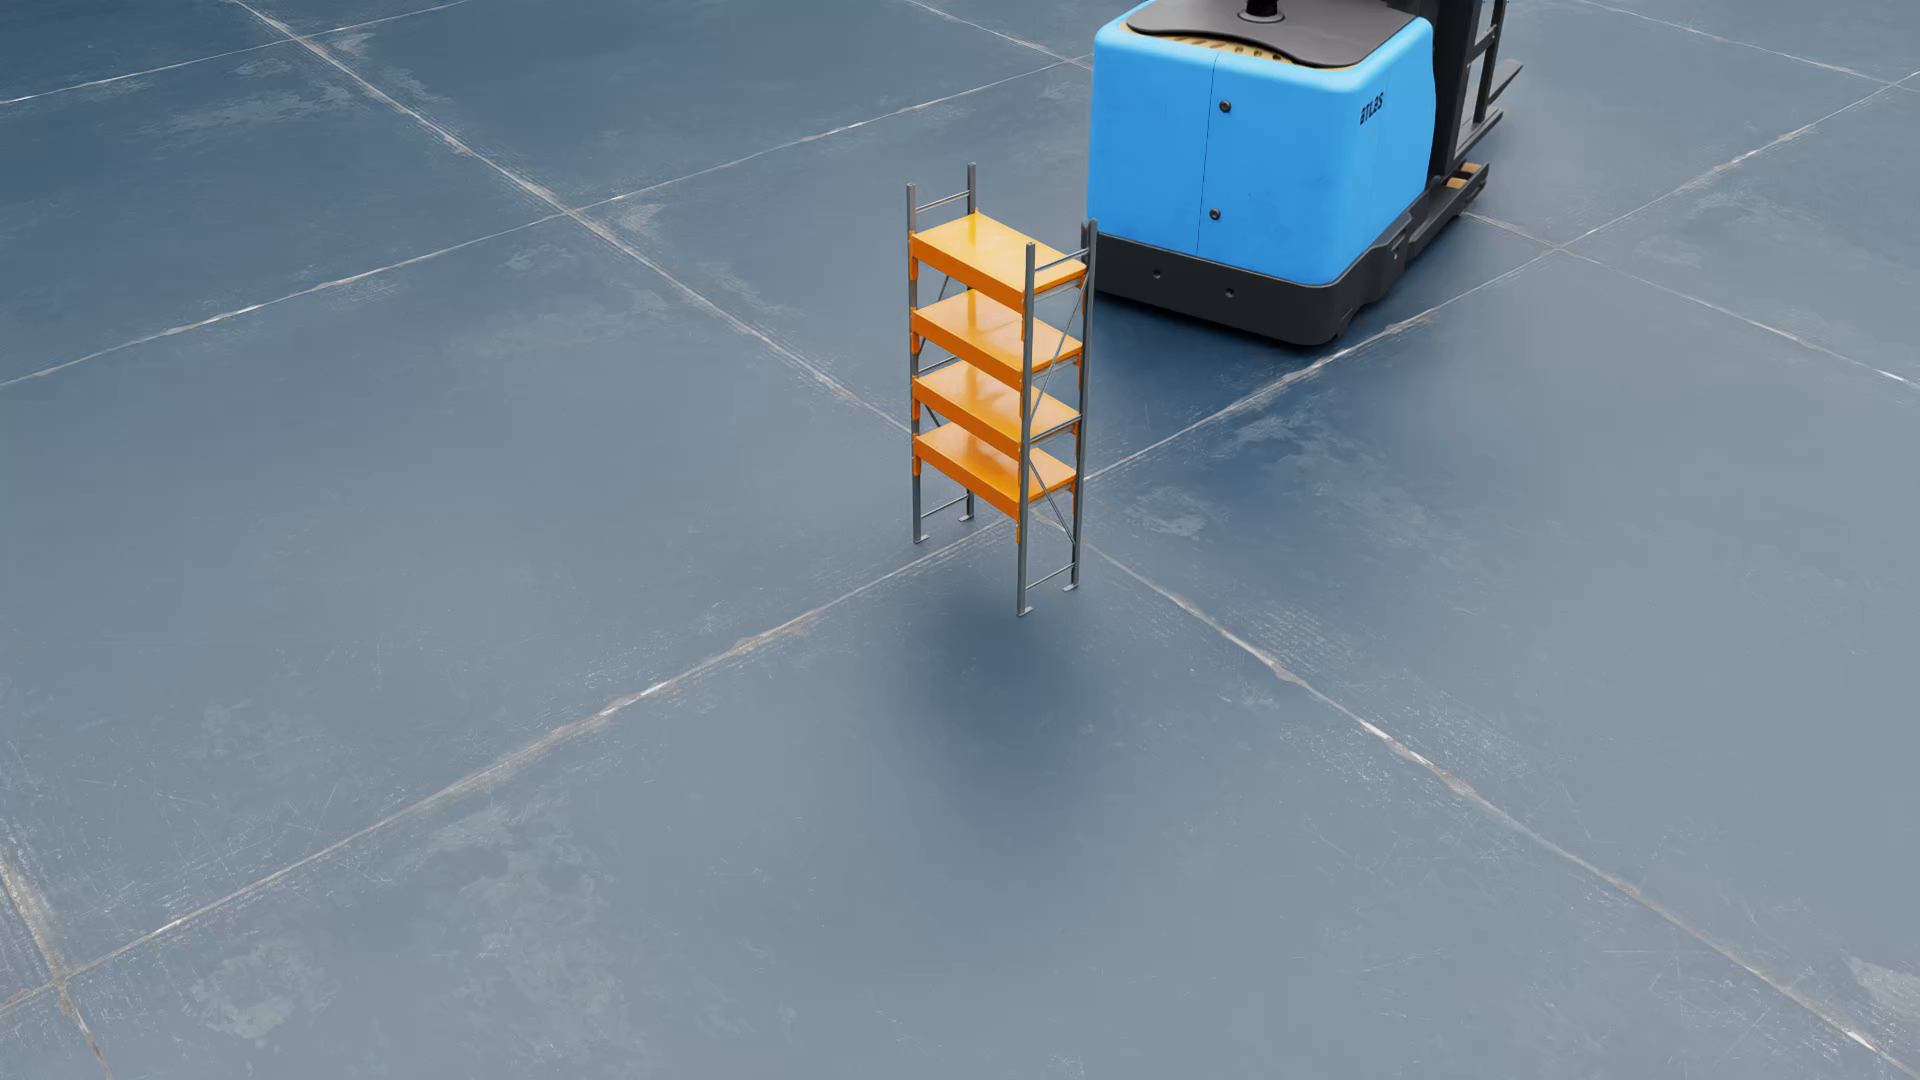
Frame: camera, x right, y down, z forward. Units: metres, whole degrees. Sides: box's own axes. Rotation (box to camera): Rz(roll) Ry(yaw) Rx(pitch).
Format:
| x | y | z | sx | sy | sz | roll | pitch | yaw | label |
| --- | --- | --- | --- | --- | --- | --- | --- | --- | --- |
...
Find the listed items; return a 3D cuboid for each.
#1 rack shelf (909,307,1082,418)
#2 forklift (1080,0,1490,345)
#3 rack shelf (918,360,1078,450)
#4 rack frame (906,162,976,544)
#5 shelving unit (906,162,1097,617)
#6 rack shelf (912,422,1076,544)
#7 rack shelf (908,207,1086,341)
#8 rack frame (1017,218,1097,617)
| x | y | z | sx | sy | sz | roll | pitch | yaw | label |
| --- | --- | --- | --- | --- | --- | --- | --- | --- | --- |
| 0.107 | -0.544 | 4.710 | 0.258 | 0.148 | 0.480 | -26 | 43 | -32 | rack shelf |
| 1.391 | -2.440 | 6.215 | 1.129 | 2.867 | 1.939 | 20 | 40 | 26 | forklift |
| 0.107 | -0.394 | 4.816 | 0.221 | 0.050 | 0.457 | -26 | 43 | -32 | rack shelf |
| -0.051 | -0.524 | 4.952 | 0.240 | 1.200 | 0.015 | -26 | 43 | -32 | rack frame |
| 0.107 | -0.417 | 4.800 | 0.258 | 1.200 | 0.503 | -26 | 43 | -32 | shelving unit |
| 0.107 | -0.200 | 4.954 | 0.258 | 0.148 | 0.480 | -26 | 43 | -32 | rack shelf |
| 0.107 | -0.737 | 4.573 | 0.258 | 0.148 | 0.480 | -26 | 43 | -32 | rack shelf |
| 0.264 | -0.309 | 4.648 | 0.240 | 1.200 | 0.015 | -26 | 43 | -32 | rack frame |
